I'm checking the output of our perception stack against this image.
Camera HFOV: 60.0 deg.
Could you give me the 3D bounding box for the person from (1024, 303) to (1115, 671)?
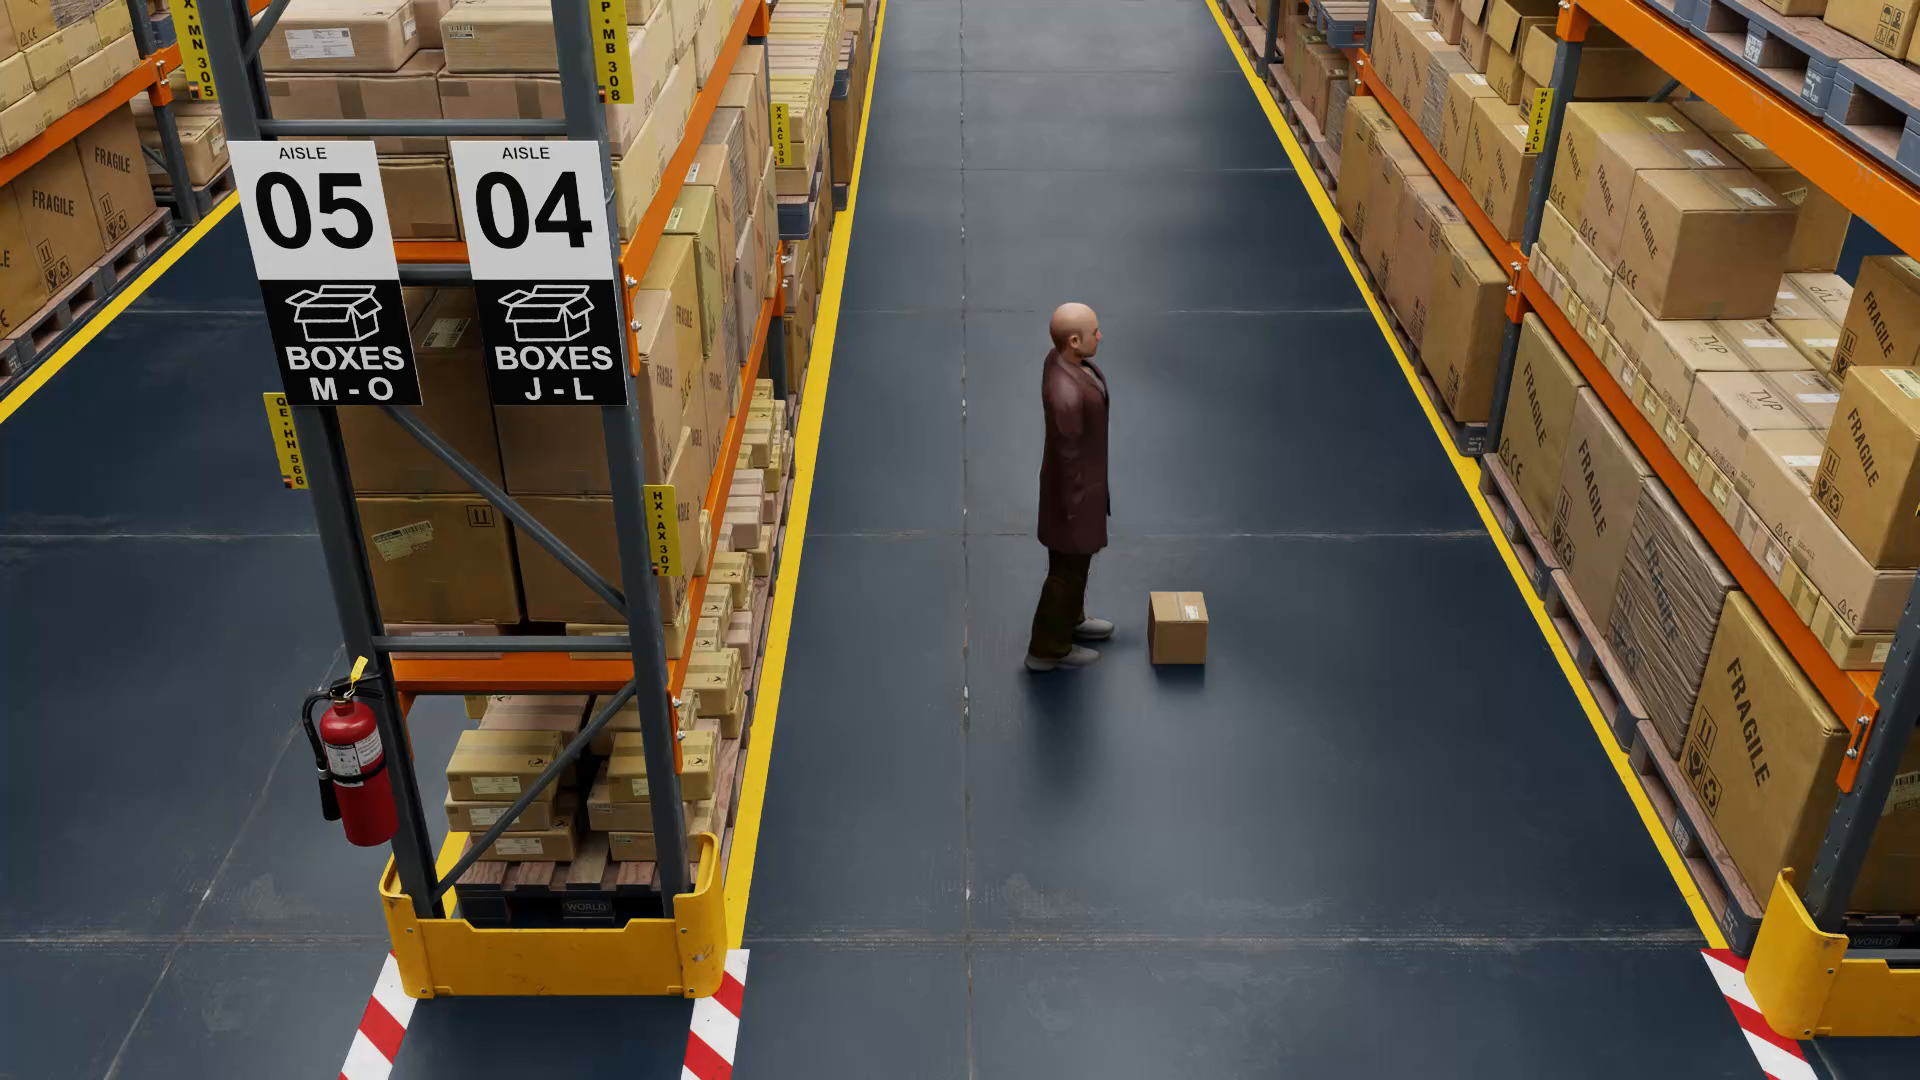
[{"bbox_3d":[0.529,-0.239,7.563,0.440,1.795,0.568,1,31,1],"label":"person"}]
